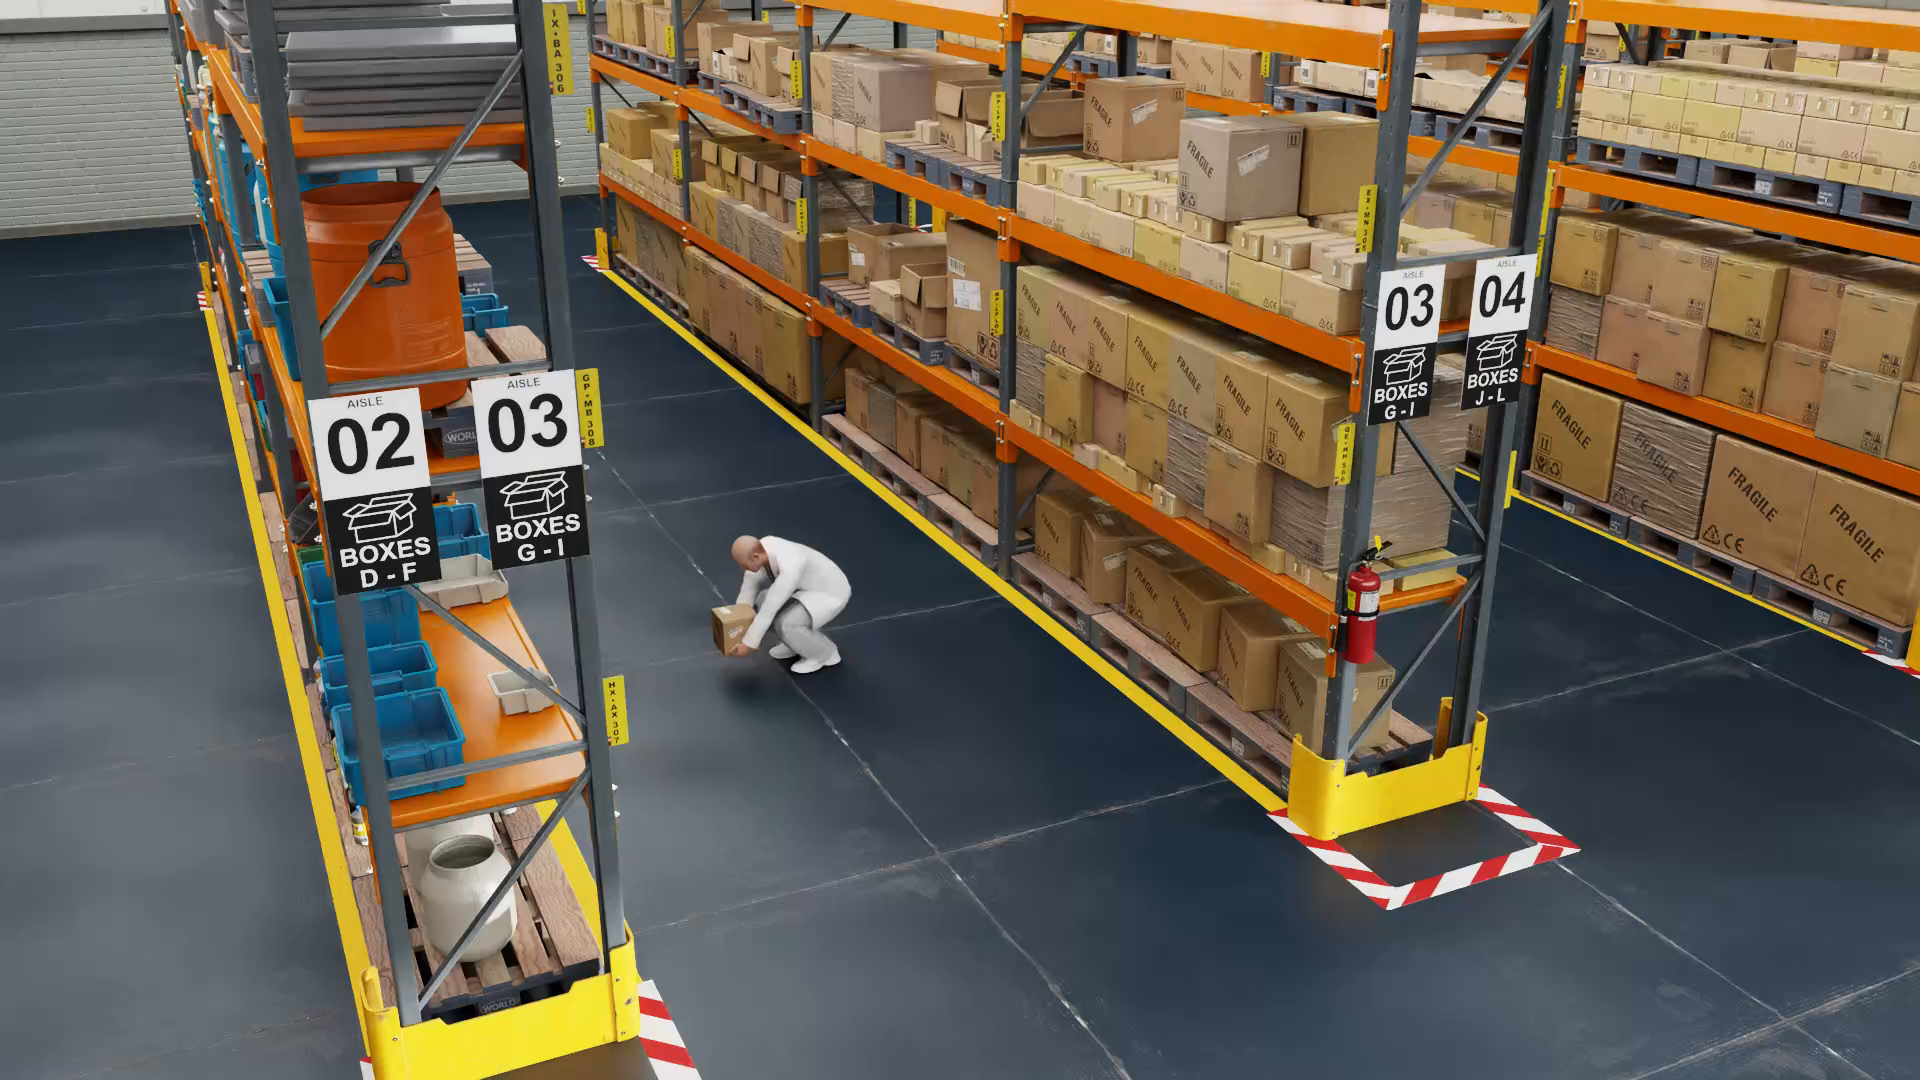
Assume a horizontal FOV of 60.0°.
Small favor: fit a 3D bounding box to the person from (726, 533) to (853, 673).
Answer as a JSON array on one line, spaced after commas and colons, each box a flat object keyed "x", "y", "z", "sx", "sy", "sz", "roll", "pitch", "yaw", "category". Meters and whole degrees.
[{"x": -1.170, "y": 0.378, "z": 11.155, "sx": 0.926, "sy": 1.007, "sz": 0.577, "roll": -11, "pitch": 24, "yaw": -25, "category": "person"}]
